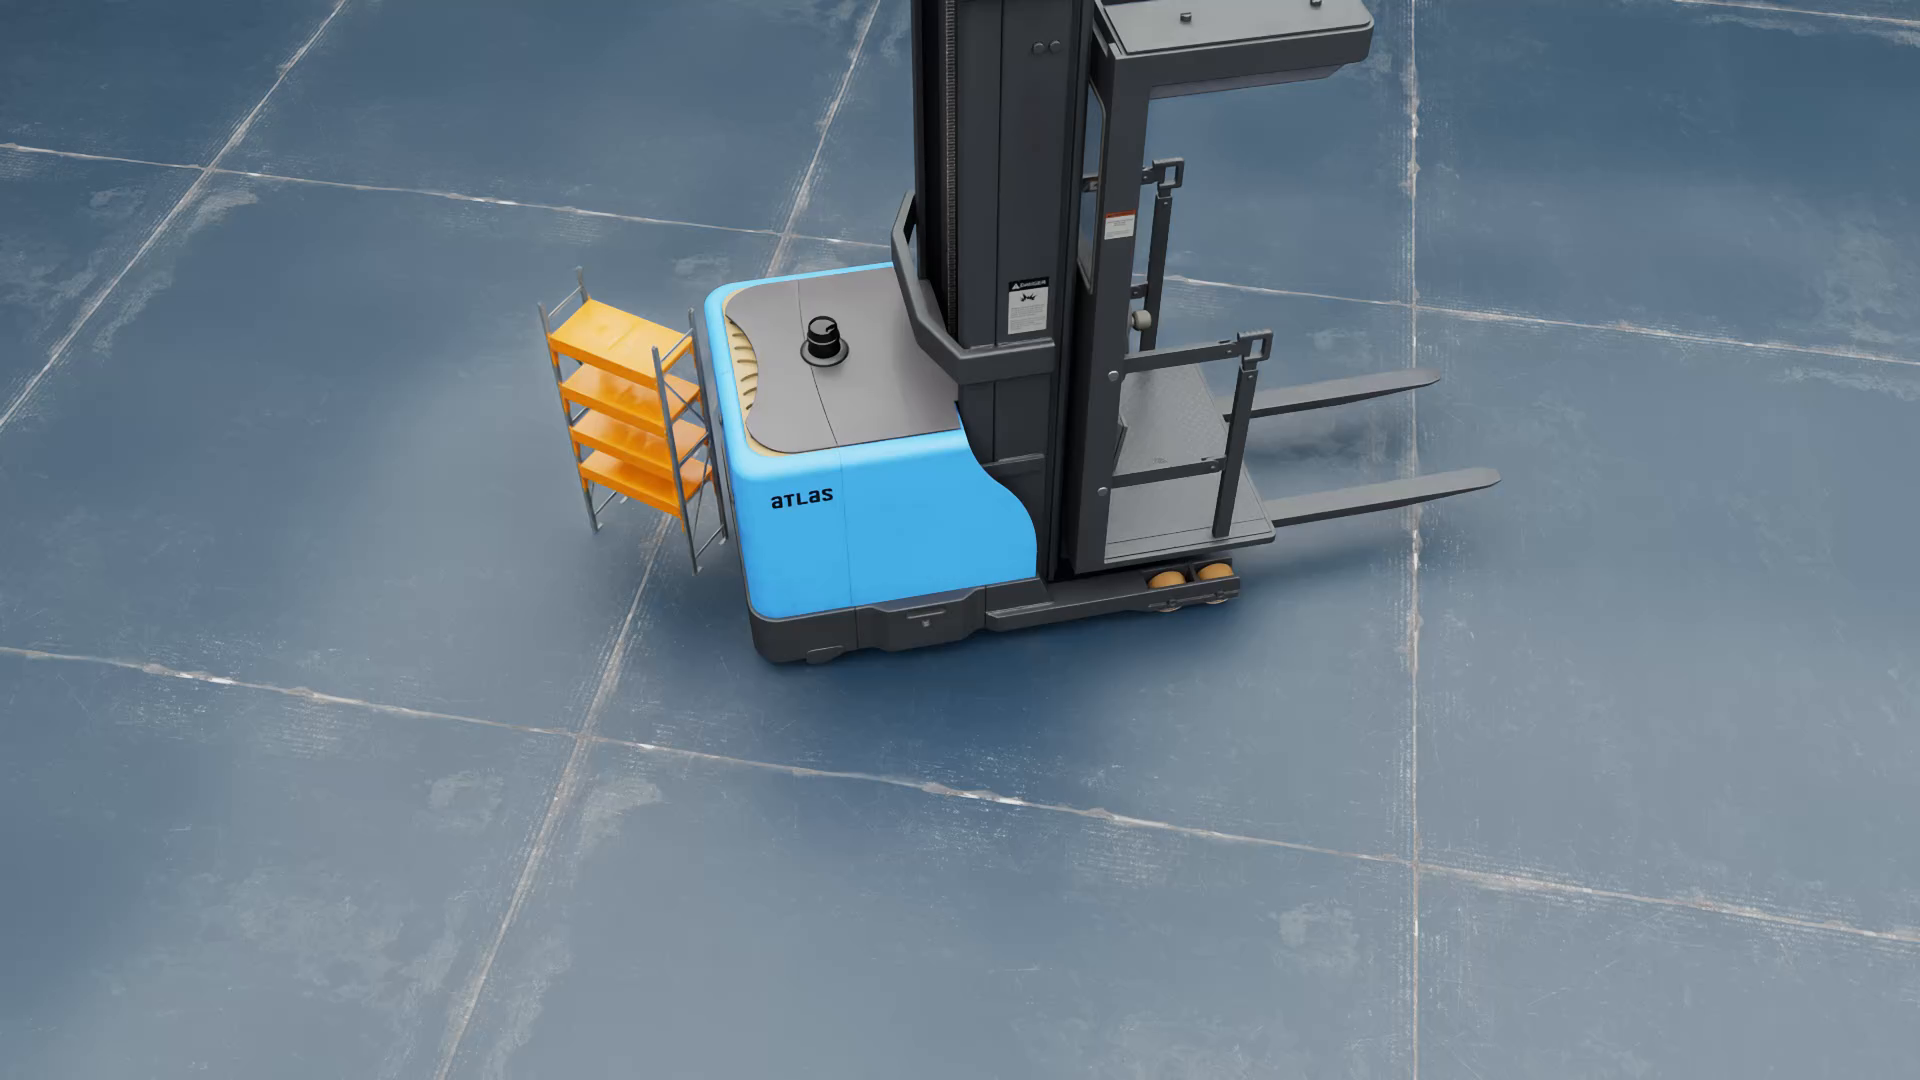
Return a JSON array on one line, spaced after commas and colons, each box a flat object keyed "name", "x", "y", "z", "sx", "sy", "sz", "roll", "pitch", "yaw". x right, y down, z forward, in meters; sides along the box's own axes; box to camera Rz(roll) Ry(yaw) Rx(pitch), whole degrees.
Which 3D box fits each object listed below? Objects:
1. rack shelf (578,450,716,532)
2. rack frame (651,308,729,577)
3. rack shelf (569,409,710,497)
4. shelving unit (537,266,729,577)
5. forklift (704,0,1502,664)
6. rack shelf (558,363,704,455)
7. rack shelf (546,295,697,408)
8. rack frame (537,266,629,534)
[{"name": "rack shelf", "x": -1.212, "y": -0.243, "z": 6.490, "sx": 0.480, "sy": 0.148, "sz": 0.258, "roll": 22, "pitch": 52, "yaw": 18}, {"name": "rack frame", "x": -0.997, "y": -0.334, "z": 6.215, "sx": 0.015, "sy": 1.200, "sz": 0.240, "roll": 22, "pitch": 52, "yaw": 18}, {"name": "rack shelf", "x": -1.212, "y": -0.375, "z": 6.342, "sx": 0.480, "sy": 0.148, "sz": 0.258, "roll": 22, "pitch": 52, "yaw": 18}, {"name": "shelving unit", "x": -1.212, "y": -0.420, "z": 6.292, "sx": 0.503, "sy": 1.200, "sz": 0.258, "roll": 22, "pitch": 52, "yaw": 18}, {"name": "forklift", "x": 0.616, "y": -1.078, "z": 5.720, "sx": 3.031, "sy": 2.935, "sz": 1.130, "roll": -9, "pitch": 49, "yaw": -8}, {"name": "rack shelf", "x": -1.211, "y": -0.525, "z": 6.176, "sx": 0.480, "sy": 0.148, "sz": 0.258, "roll": 22, "pitch": 52, "yaw": 18}, {"name": "rack shelf", "x": -1.211, "y": -0.683, "z": 6.000, "sx": 0.480, "sy": 0.148, "sz": 0.258, "roll": 22, "pitch": 52, "yaw": 18}, {"name": "rack frame", "x": -1.426, "y": -0.507, "z": 6.370, "sx": 0.015, "sy": 1.200, "sz": 0.240, "roll": 22, "pitch": 52, "yaw": 18}]
